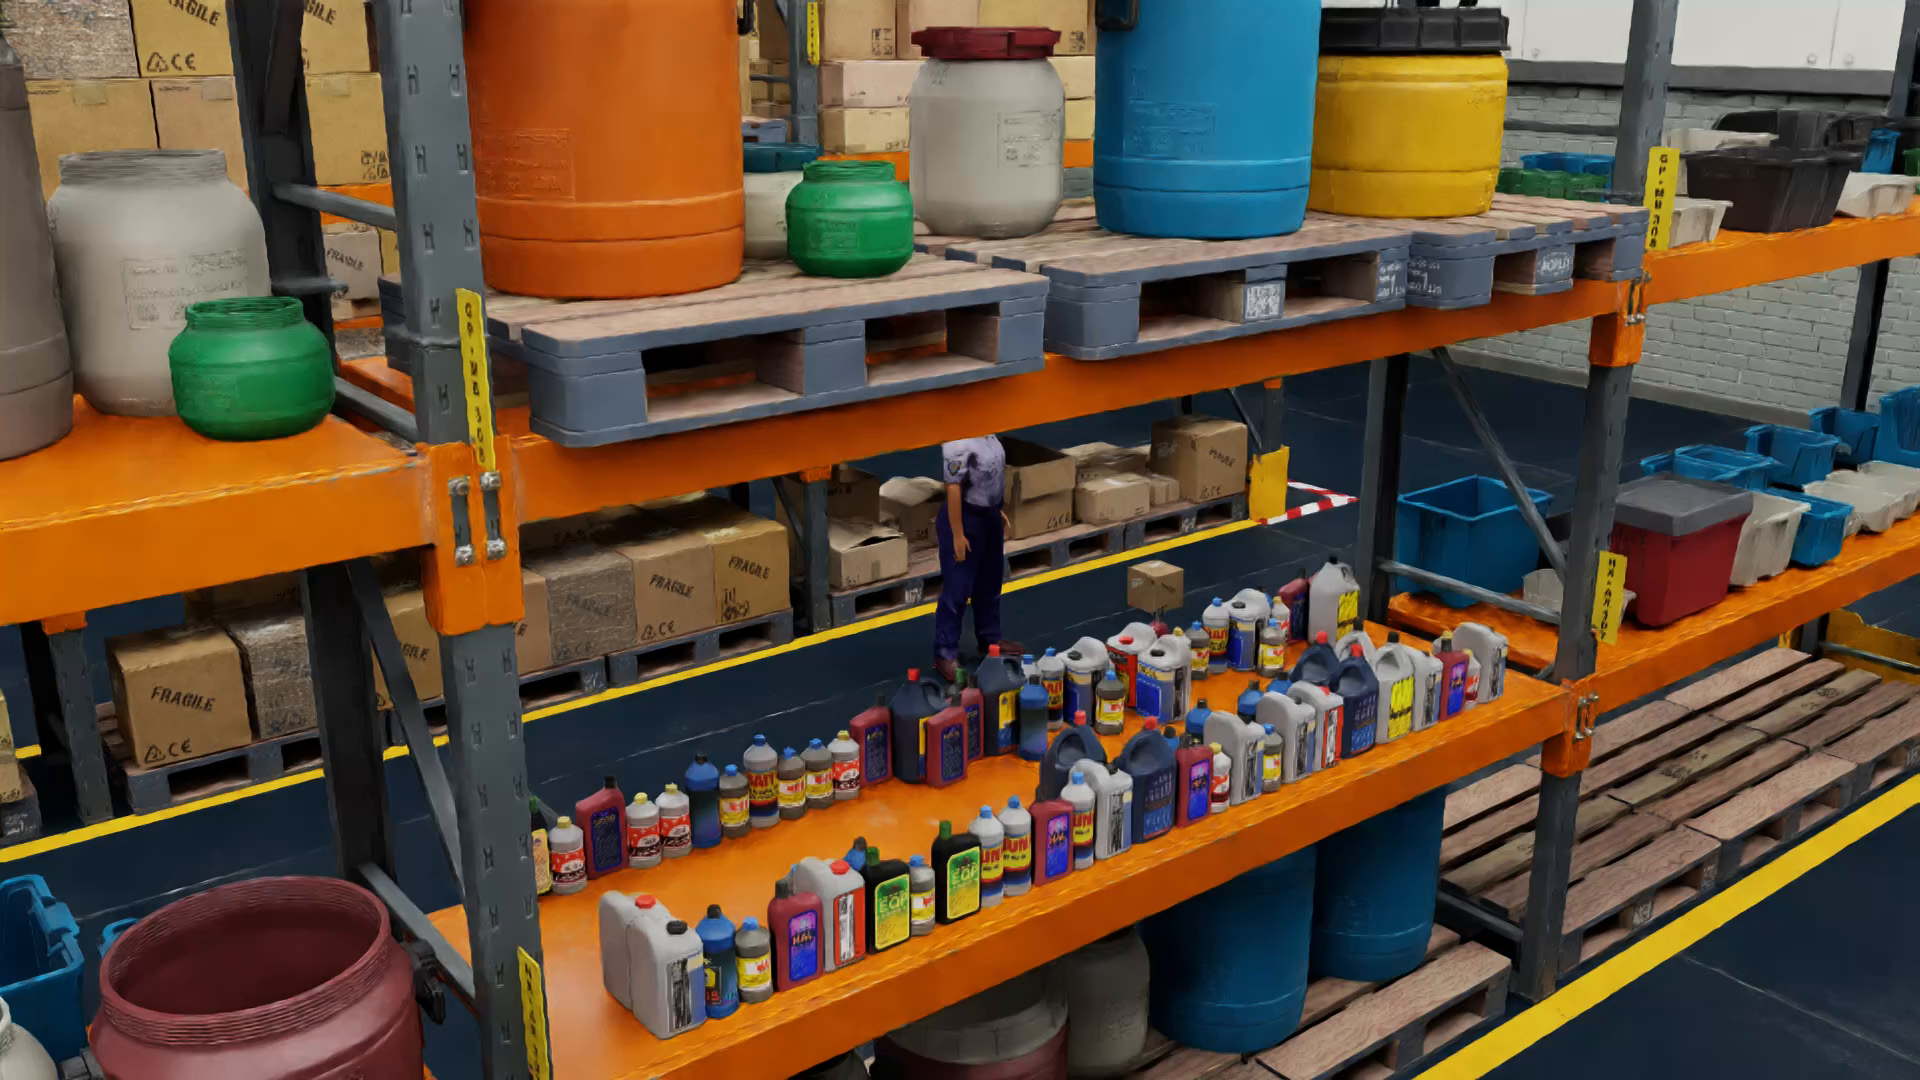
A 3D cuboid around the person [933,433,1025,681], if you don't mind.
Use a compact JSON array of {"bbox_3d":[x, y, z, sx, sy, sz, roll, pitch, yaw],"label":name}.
[{"bbox_3d":[0.102,-0.069,9.231,0.443,1.645,0.575,8,19,23],"label":"person"}]
